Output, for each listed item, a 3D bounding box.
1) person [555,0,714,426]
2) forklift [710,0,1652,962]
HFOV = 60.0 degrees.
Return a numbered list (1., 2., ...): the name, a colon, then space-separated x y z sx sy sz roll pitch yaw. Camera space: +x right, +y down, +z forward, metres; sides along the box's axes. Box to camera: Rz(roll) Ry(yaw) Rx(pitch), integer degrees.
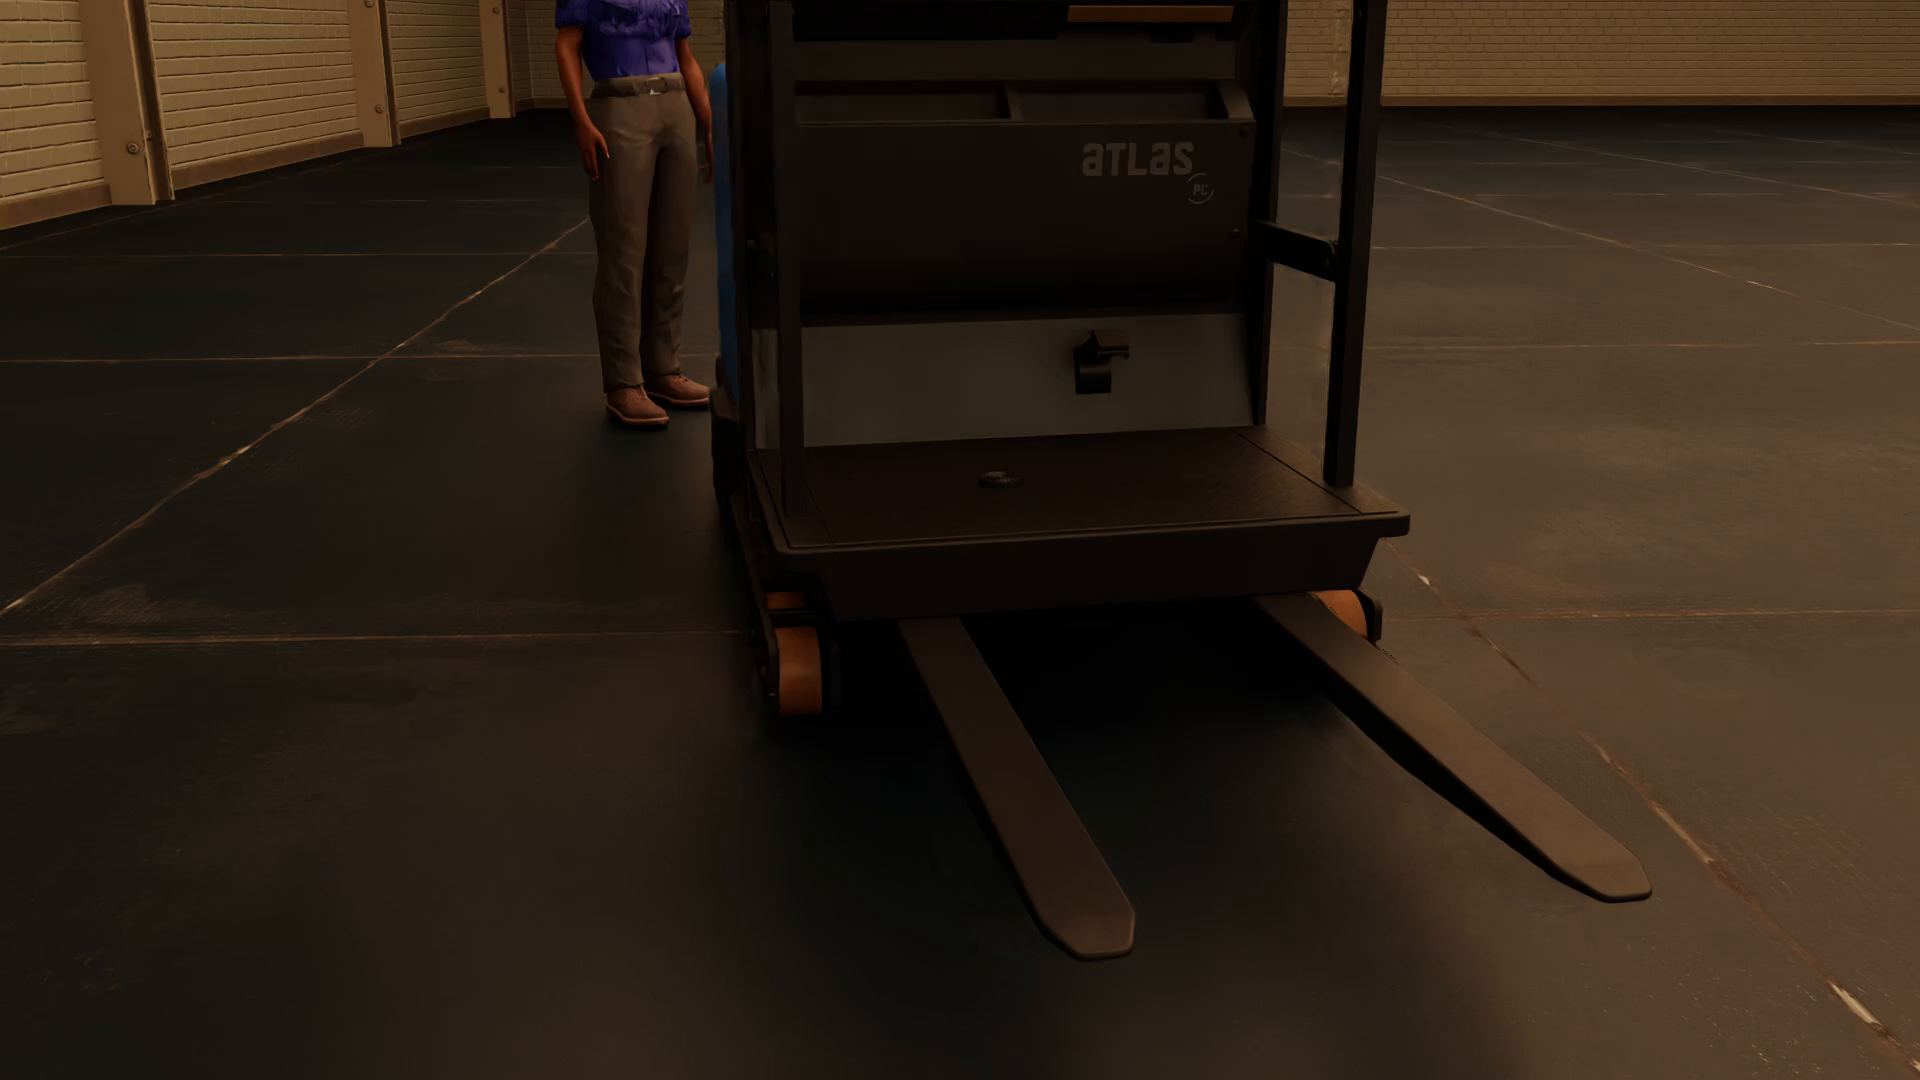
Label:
1. person: -0.932 -1.225 5.070 0.504 1.654 0.569 14 22 39
2. forklift: 0.148 -1.207 2.852 1.130 2.935 3.031 -3 17 -11
